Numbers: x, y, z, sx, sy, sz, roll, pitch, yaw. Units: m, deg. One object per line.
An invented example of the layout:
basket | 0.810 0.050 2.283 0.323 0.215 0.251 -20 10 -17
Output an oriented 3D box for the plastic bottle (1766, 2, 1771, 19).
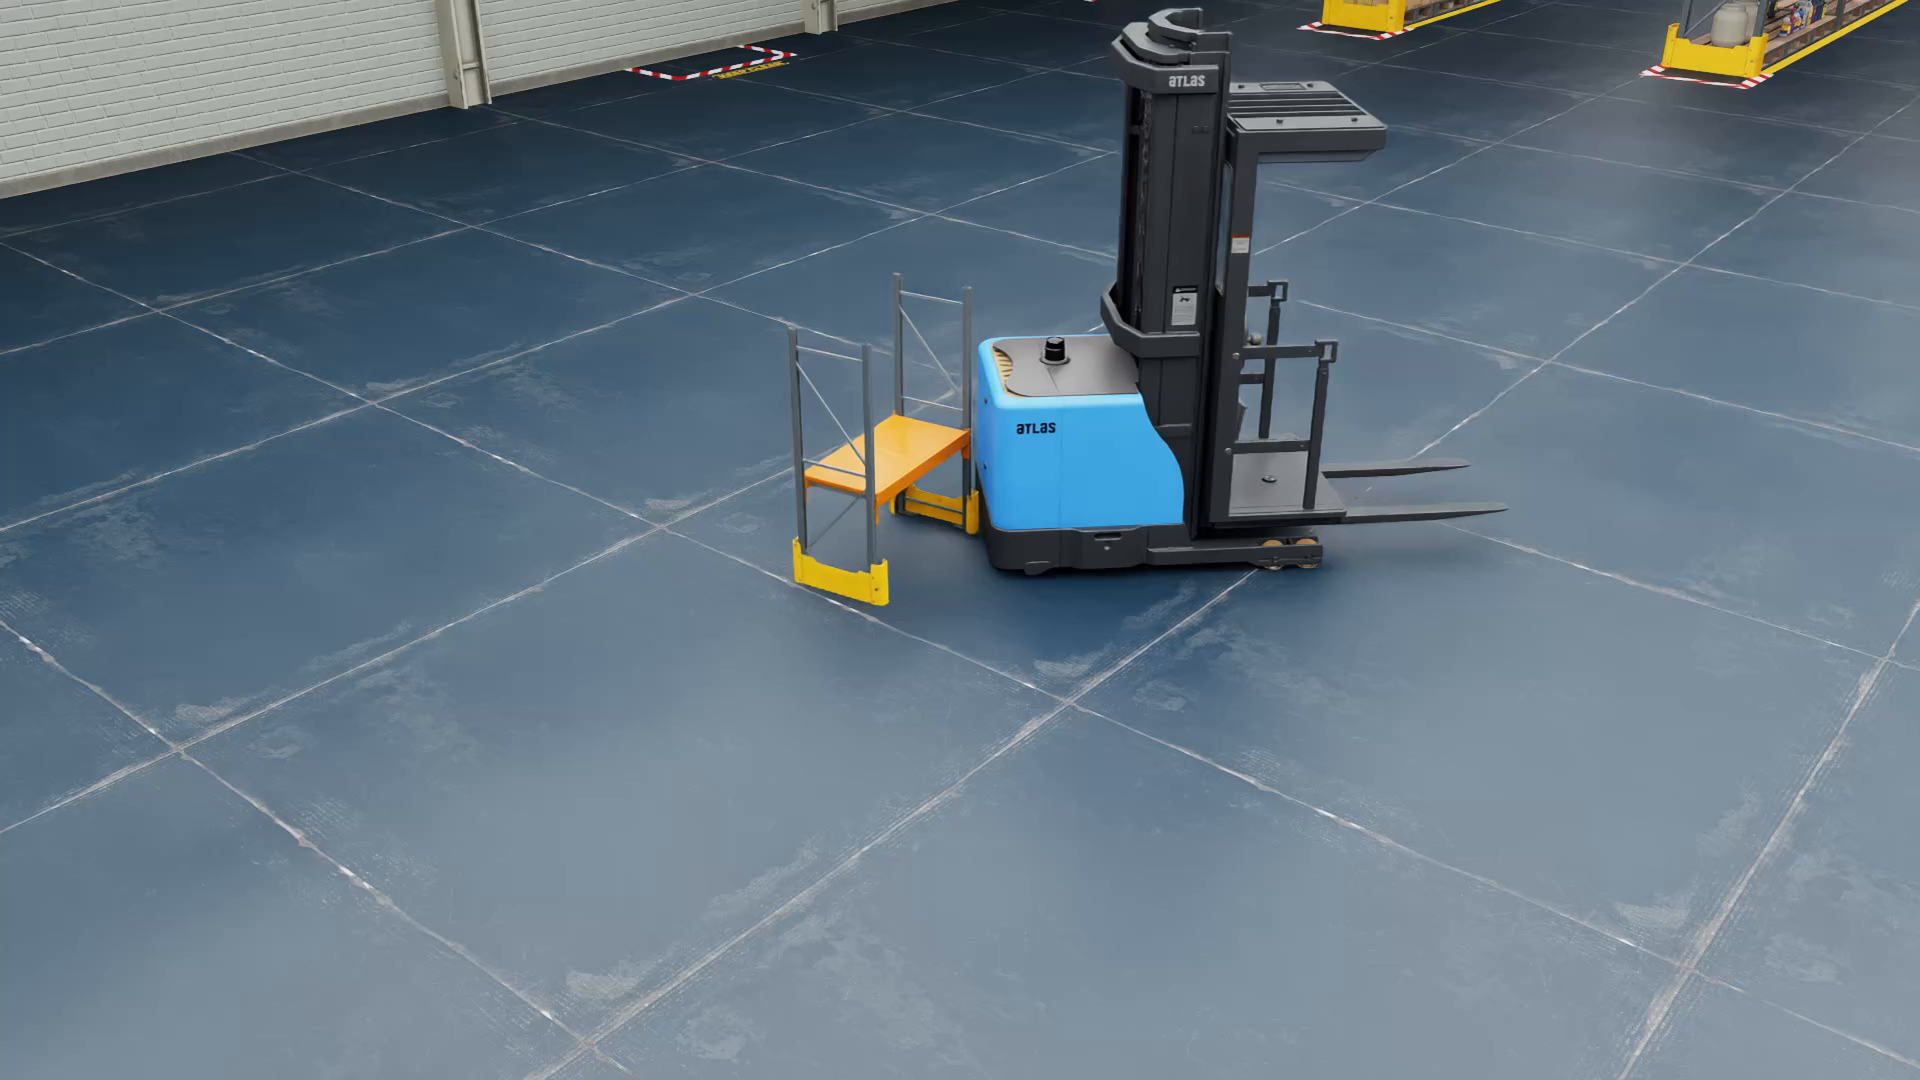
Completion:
plastic bottle | 11.395 -7.518 23.509 0.097 0.271 0.097 0 27 0

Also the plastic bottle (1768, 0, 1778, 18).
plastic bottle | 11.505 -7.598 23.577 0.144 0.351 0.185 21 34 34

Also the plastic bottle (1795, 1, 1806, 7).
plastic bottle | 11.788 -7.426 23.325 0.152 0.276 0.135 21 34 34

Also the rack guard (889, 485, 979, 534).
rack guard | -0.159 -0.225 9.912 0.587 0.250 0.087 15 31 27

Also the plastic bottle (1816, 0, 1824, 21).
plastic bottle | 12.040 -7.493 23.373 0.144 0.351 0.185 20 33 33

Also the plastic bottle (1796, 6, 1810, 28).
plastic bottle | 11.607 -7.220 22.928 0.152 0.276 0.135 21 34 35

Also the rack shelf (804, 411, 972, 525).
rack shelf | -0.414 -0.418 9.318 0.538 0.185 1.000 15 31 27

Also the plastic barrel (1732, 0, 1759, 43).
plastic barrel | 10.362 -6.883 22.041 0.421 0.512 0.421 0 27 0

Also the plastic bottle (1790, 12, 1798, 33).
plastic bottle | 11.295 -7.025 22.556 0.097 0.271 0.097 0 27 0

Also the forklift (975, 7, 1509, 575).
forklift | 1.640 -1.373 9.213 3.031 2.935 1.130 -2 27 -5

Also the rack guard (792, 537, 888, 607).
rack guard | -0.659 0.171 9.147 0.587 0.250 0.087 15 31 27

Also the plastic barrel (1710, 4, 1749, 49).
plastic barrel | 10.043 -6.705 21.698 0.421 0.512 0.421 0 27 0

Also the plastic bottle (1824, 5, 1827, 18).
plastic bottle | 12.237 -7.519 23.587 0.097 0.201 0.097 0 27 0

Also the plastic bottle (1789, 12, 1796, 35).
plastic bottle | 11.235 -6.984 22.463 0.061 0.283 0.133 21 34 35

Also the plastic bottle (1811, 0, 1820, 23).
plastic bottle | 11.918 -7.425 23.242 0.144 0.351 0.185 19 33 32

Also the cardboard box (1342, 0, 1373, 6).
cardboard box | 5.977 -8.059 24.599 0.500 0.250 0.500 21 34 34

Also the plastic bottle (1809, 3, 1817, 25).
plastic bottle | 11.847 -7.325 23.122 0.061 0.283 0.133 23 35 38

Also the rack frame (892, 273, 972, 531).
rack frame | -0.158 -0.780 9.626 0.500 1.500 0.032 15 31 27

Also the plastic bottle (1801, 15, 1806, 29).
plastic bottle | 11.553 -7.137 22.849 0.097 0.201 0.097 0 27 0

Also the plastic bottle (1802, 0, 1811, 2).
plastic bottle | 11.929 -7.535 23.455 0.144 0.351 0.185 21 34 34

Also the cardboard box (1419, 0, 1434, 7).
cardboard box | 6.692 -8.086 24.651 0.500 0.250 0.500 21 34 34

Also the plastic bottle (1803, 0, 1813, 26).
plastic bottle | 11.713 -7.310 23.020 0.144 0.351 0.185 21 34 34

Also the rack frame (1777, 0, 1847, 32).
rack frame | 12.228 -8.786 23.470 1.000 3.000 0.127 21 34 34

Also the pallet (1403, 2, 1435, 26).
pallet | 6.318 -7.862 24.718 1.003 0.211 1.213 21 34 34

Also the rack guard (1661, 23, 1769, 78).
rack guard | 9.695 -6.299 21.381 1.175 0.500 0.348 21 34 34

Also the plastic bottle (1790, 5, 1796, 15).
plastic bottle | 11.524 -7.255 22.986 0.061 0.283 0.133 21 34 34

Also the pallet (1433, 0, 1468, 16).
pallet | 7.094 -8.293 25.550 1.003 0.211 1.213 21 34 34

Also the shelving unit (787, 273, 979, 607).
shelving unit | -0.409 -0.582 9.242 0.587 1.500 1.083 15 31 27

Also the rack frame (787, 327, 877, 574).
rack frame | -0.669 -0.376 8.845 0.500 1.500 0.032 15 31 27

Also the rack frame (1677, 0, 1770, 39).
rack frame | 9.683 -7.368 20.728 1.000 3.000 0.127 21 34 34

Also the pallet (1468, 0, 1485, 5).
pallet | 7.870 -8.727 26.390 1.003 0.211 1.213 21 34 34

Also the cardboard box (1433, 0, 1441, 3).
cardboard box | 7.010 -8.263 24.994 0.500 0.250 0.500 21 34 34

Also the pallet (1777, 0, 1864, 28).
pallet | 12.697 -7.838 24.671 1.003 0.211 1.213 21 34 34

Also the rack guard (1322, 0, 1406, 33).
rack guard | 5.848 -7.698 24.087 1.175 0.500 0.348 21 34 34

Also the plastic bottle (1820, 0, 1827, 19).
plastic bottle | 12.176 -7.508 23.477 0.061 0.283 0.133 23 35 37

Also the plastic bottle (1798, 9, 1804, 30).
plastic bottle | 11.488 -7.132 22.763 0.097 0.271 0.097 0 27 0

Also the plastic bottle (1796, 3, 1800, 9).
plastic bottle | 11.617 -7.301 23.076 0.061 0.283 0.133 21 34 34

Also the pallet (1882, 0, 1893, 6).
pallet | 14.249 -8.703 26.343 1.003 0.211 1.213 21 34 34

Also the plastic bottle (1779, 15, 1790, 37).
plastic bottle | 11.077 -6.904 22.321 0.097 0.271 0.097 0 27 0

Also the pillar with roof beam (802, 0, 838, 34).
pillar with roof beam | 1.322 -10.044 19.371 9.100 9.000 0.400 21 34 34

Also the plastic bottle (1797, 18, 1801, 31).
plastic bottle | 11.422 -7.065 22.708 0.097 0.201 0.097 0 27 0

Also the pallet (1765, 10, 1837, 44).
pallet | 11.768 -7.322 23.674 1.003 0.211 1.213 21 34 34

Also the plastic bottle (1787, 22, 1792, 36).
plastic bottle | 11.143 -6.909 22.408 0.097 0.201 0.097 0 27 0

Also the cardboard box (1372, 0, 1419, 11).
cardboard box | 6.376 -7.908 24.306 0.500 0.250 0.500 21 34 34

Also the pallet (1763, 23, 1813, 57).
pallet | 10.993 -6.887 22.834 1.003 0.211 1.213 21 34 34

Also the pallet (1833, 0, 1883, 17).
pallet | 13.473 -8.272 25.510 1.003 0.211 1.213 21 34 34

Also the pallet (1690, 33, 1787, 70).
pallet | 10.216 -6.457 22.001 1.003 0.211 1.213 21 34 34

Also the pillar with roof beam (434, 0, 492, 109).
pillar with roof beam | -2.494 -7.916 15.259 9.100 9.000 0.400 21 34 34

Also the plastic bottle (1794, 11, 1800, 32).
plastic bottle | 11.359 -7.060 22.624 0.097 0.271 0.097 0 27 0
